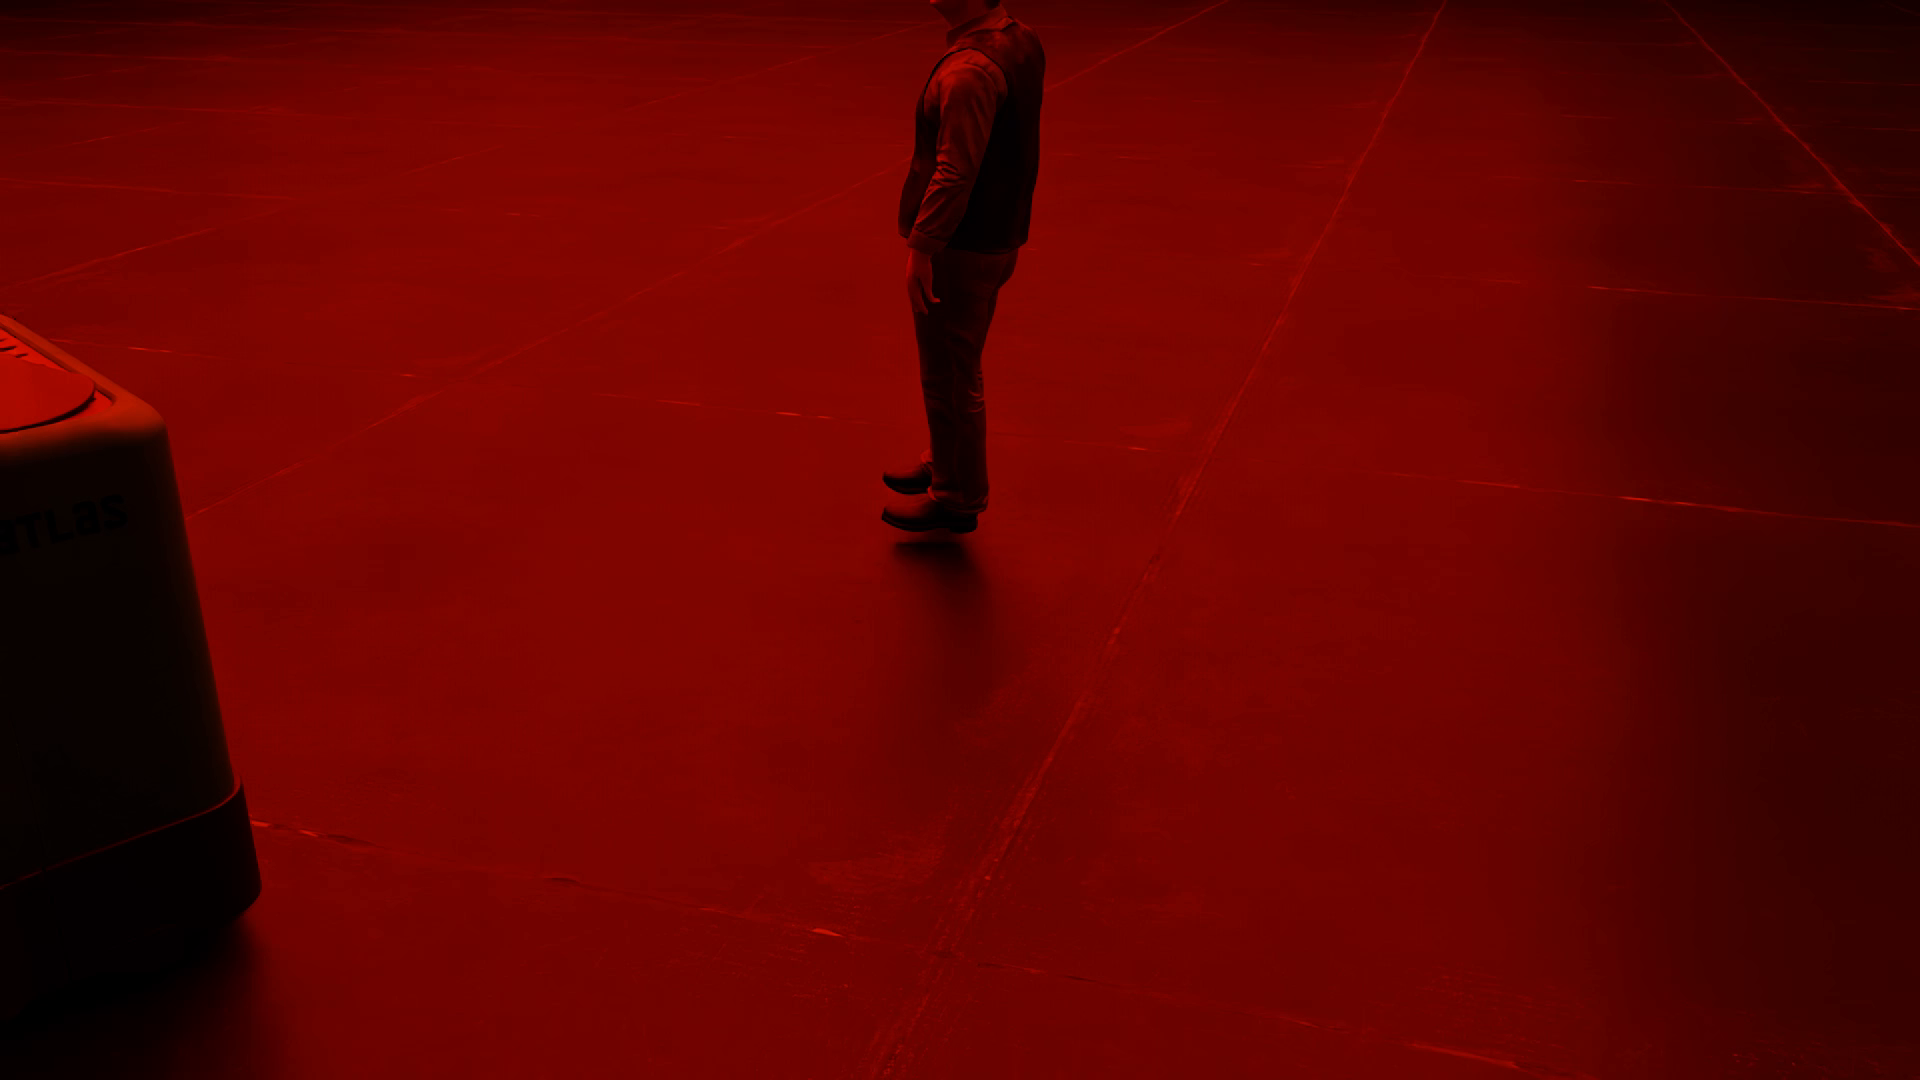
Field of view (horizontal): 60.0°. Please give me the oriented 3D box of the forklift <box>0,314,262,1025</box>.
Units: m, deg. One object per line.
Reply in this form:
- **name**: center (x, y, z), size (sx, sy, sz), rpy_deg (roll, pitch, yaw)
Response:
- **forklift**: center (-2.787, -0.338, 2.099), size (3.031, 2.935, 1.130), rpy_deg (-20, 30, -39)

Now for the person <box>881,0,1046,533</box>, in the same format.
- **person**: center (-0.058, -0.849, 4.798), size (0.565, 1.722, 0.633), rpy_deg (7, 23, 16)
